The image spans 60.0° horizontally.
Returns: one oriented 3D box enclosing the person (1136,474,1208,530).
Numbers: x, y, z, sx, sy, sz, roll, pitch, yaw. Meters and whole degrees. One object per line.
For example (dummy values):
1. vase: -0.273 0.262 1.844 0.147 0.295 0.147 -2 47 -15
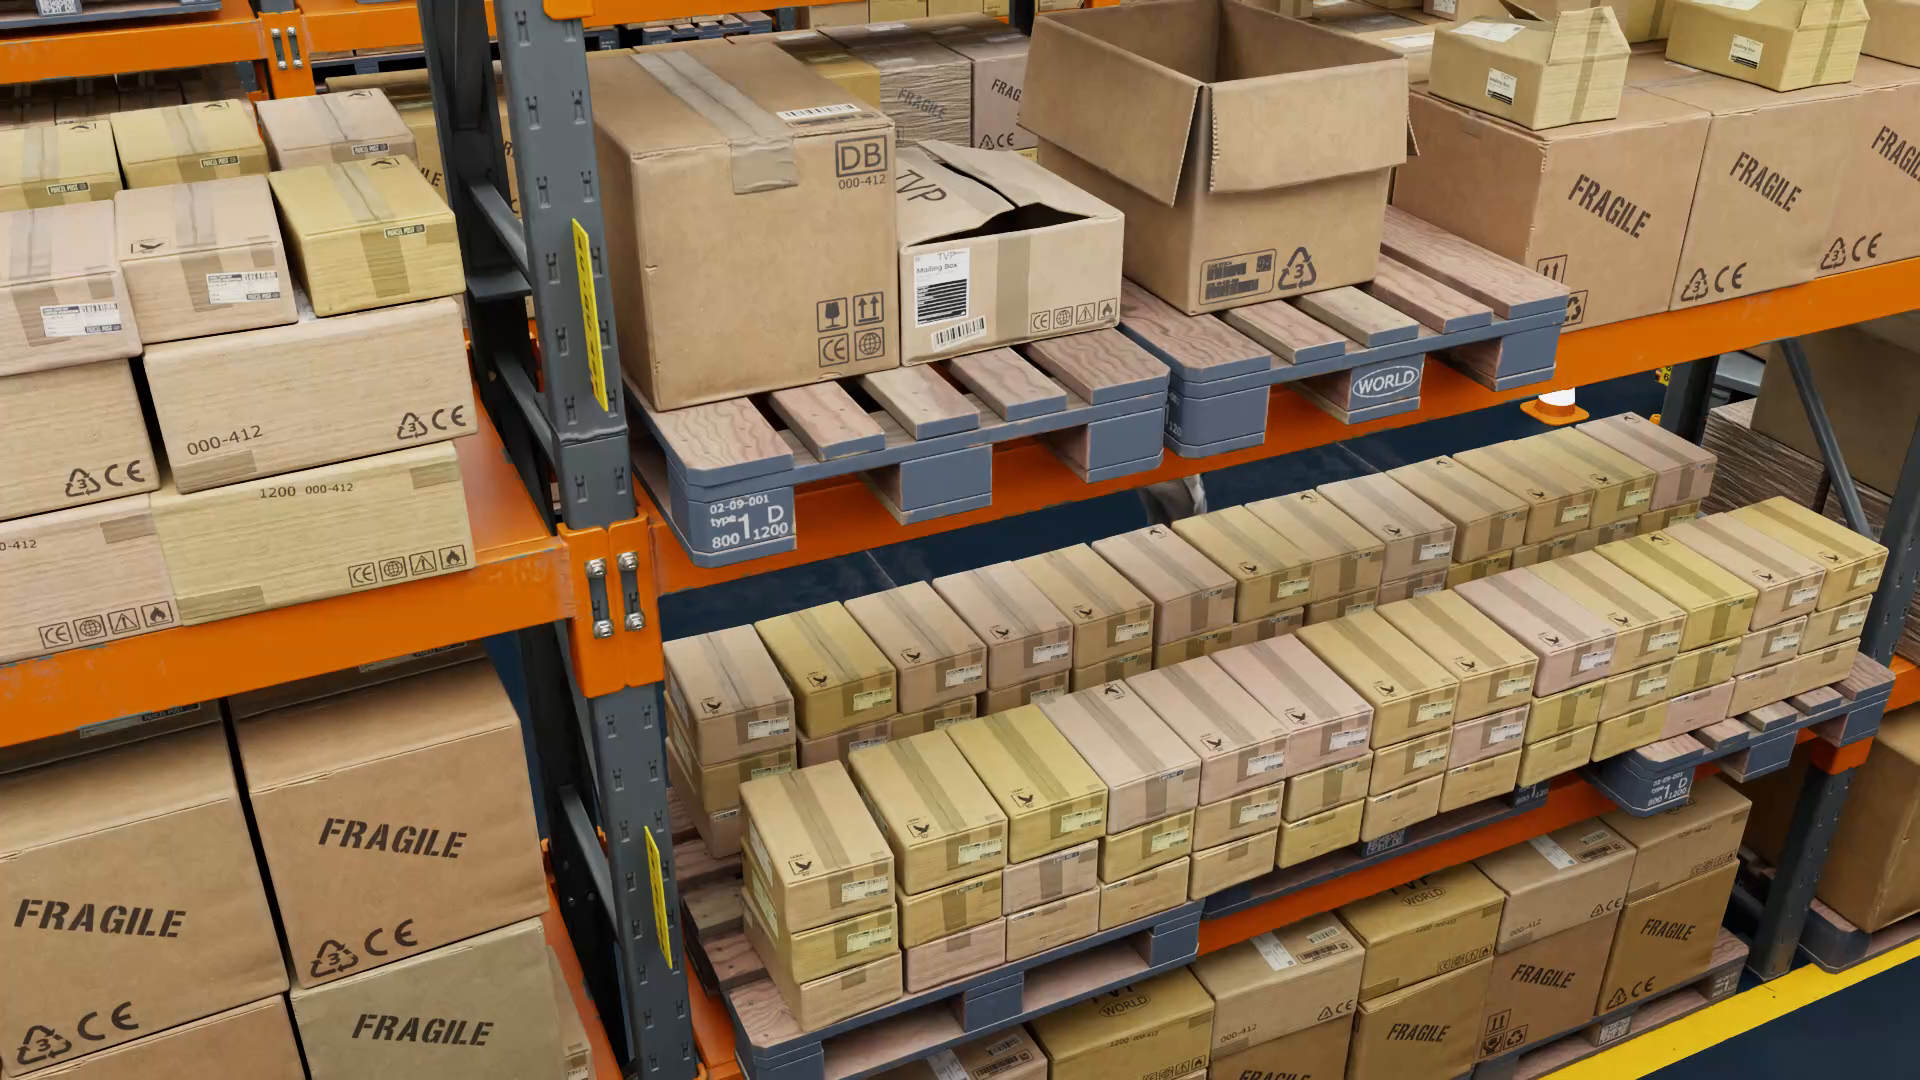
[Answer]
1. person: 0.939 -0.350 7.665 0.643 1.675 0.518 -15 33 -25
